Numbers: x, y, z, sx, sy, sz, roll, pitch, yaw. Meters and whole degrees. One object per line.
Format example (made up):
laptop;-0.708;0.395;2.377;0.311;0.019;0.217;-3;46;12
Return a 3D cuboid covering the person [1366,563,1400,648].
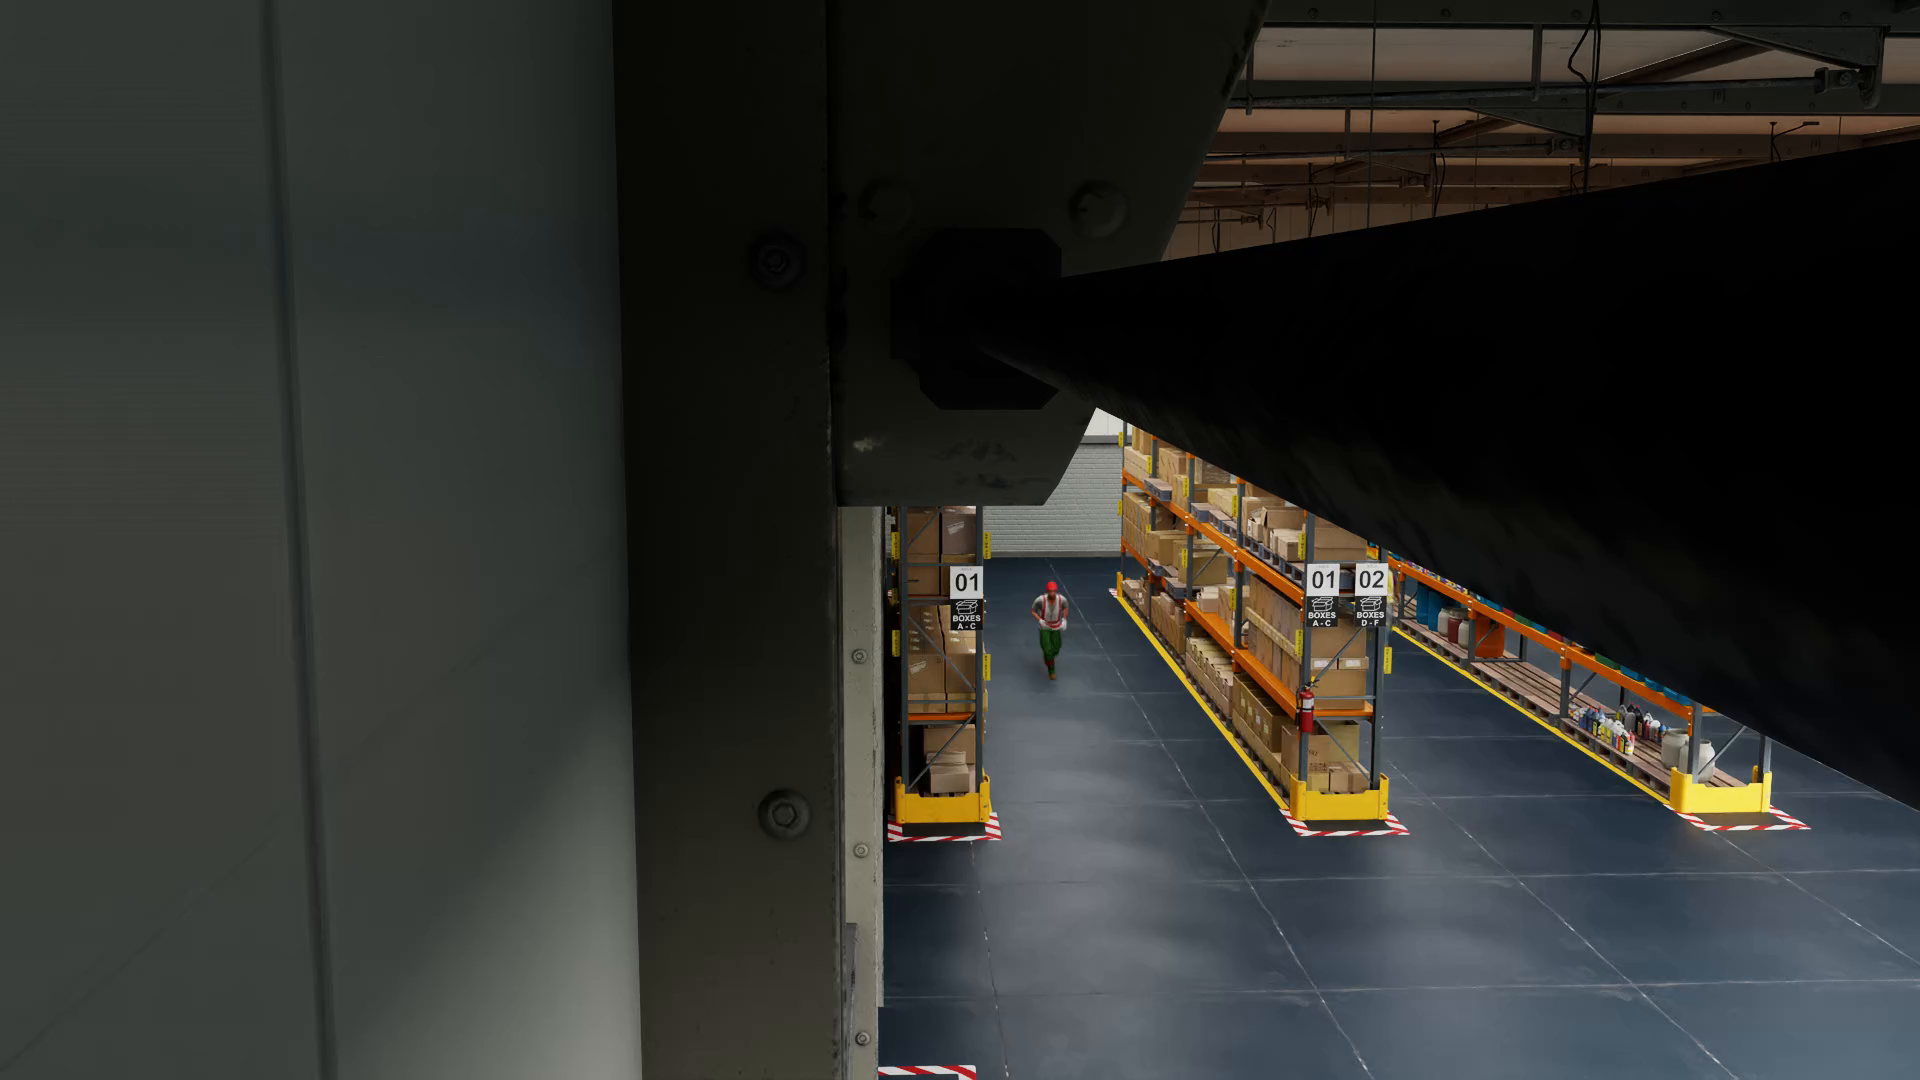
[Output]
person;7.801;1.162;30.757;0.714;1.733;0.791;-1;8;-5

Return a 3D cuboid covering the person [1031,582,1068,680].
person;1.528;1.525;28.380;0.654;1.711;0.793;0;8;-3

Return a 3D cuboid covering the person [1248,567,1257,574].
person;6.164;0.693;34.090;0.682;1.752;0.605;-1;8;-8
